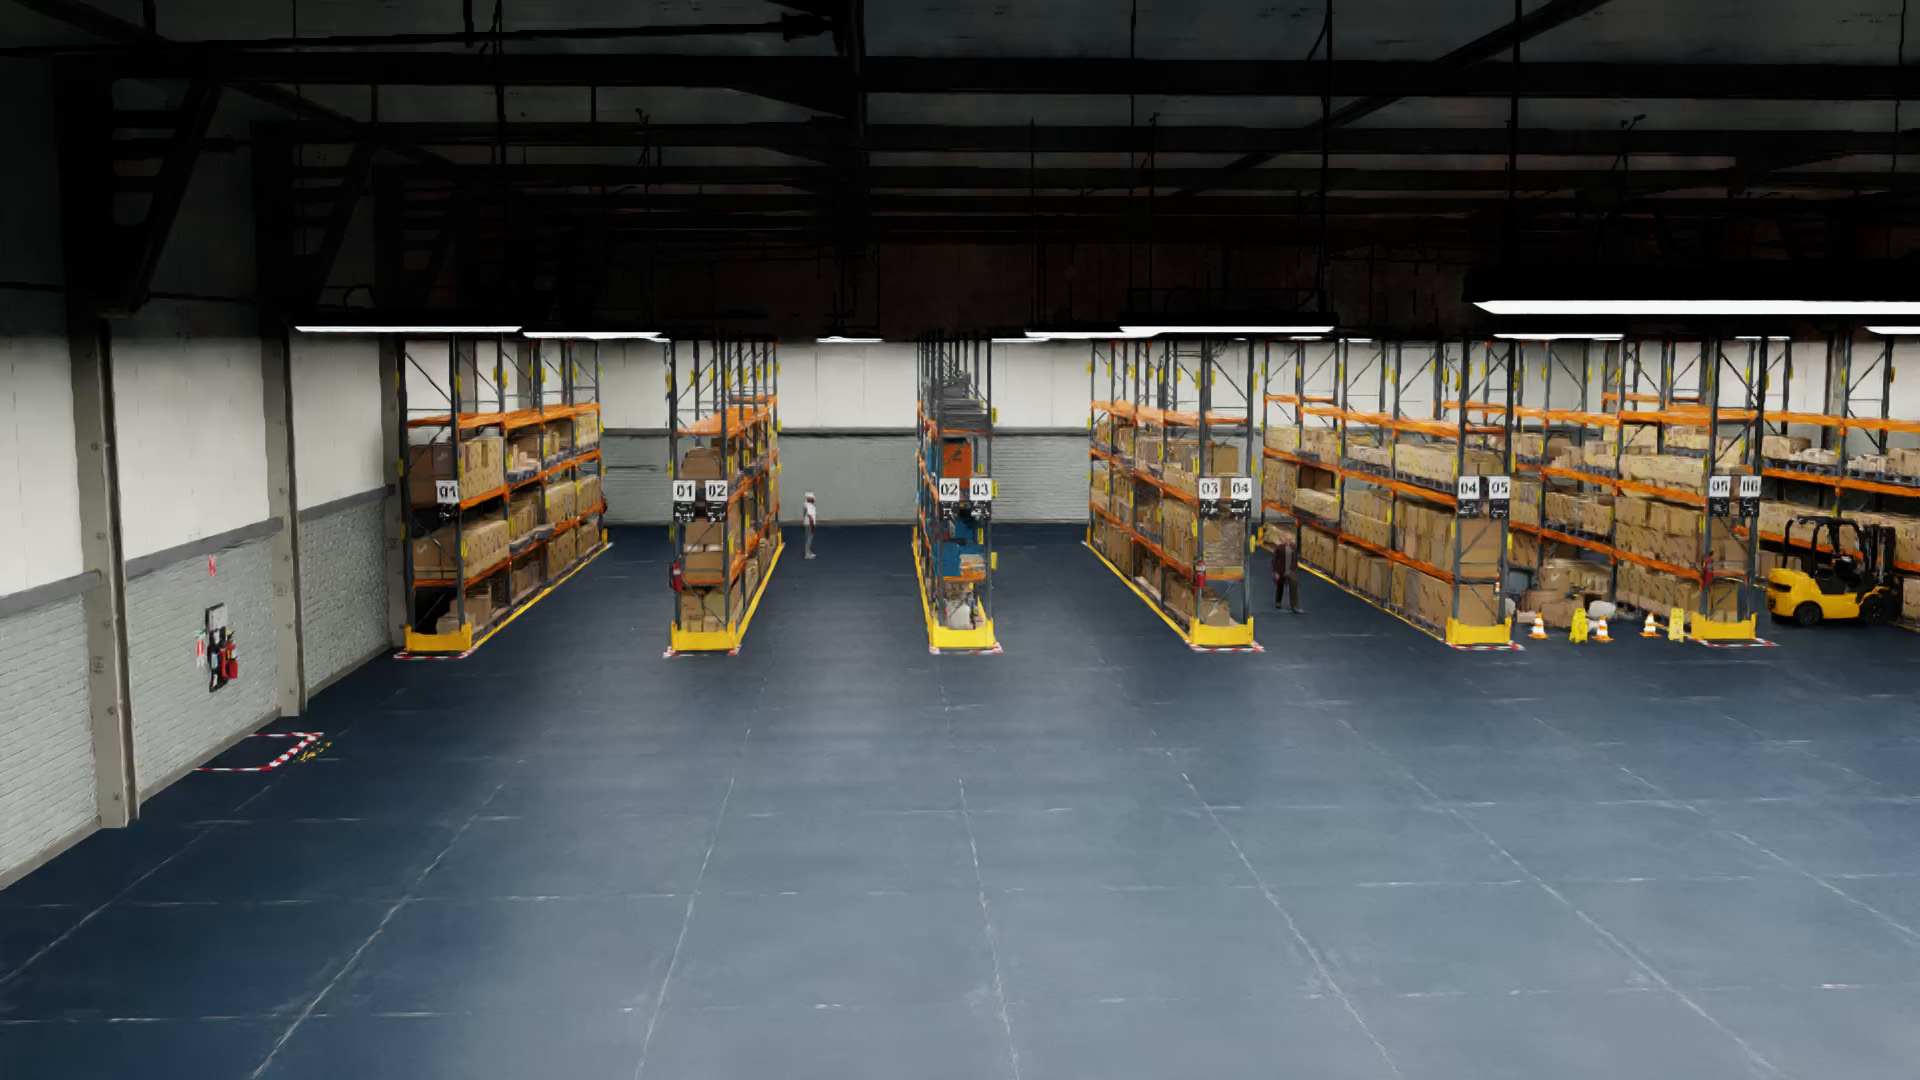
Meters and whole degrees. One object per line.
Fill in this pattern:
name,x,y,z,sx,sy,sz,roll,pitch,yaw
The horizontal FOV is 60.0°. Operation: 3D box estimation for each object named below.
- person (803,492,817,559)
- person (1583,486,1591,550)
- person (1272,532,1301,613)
person,-4.011,-0.414,44.459,0.378,1.772,0.701,-2,7,-13
person,17.257,-0.630,46.269,0.579,1.785,0.679,1,7,7
person,6.975,0.675,35.558,0.598,1.698,1.178,0,7,0
